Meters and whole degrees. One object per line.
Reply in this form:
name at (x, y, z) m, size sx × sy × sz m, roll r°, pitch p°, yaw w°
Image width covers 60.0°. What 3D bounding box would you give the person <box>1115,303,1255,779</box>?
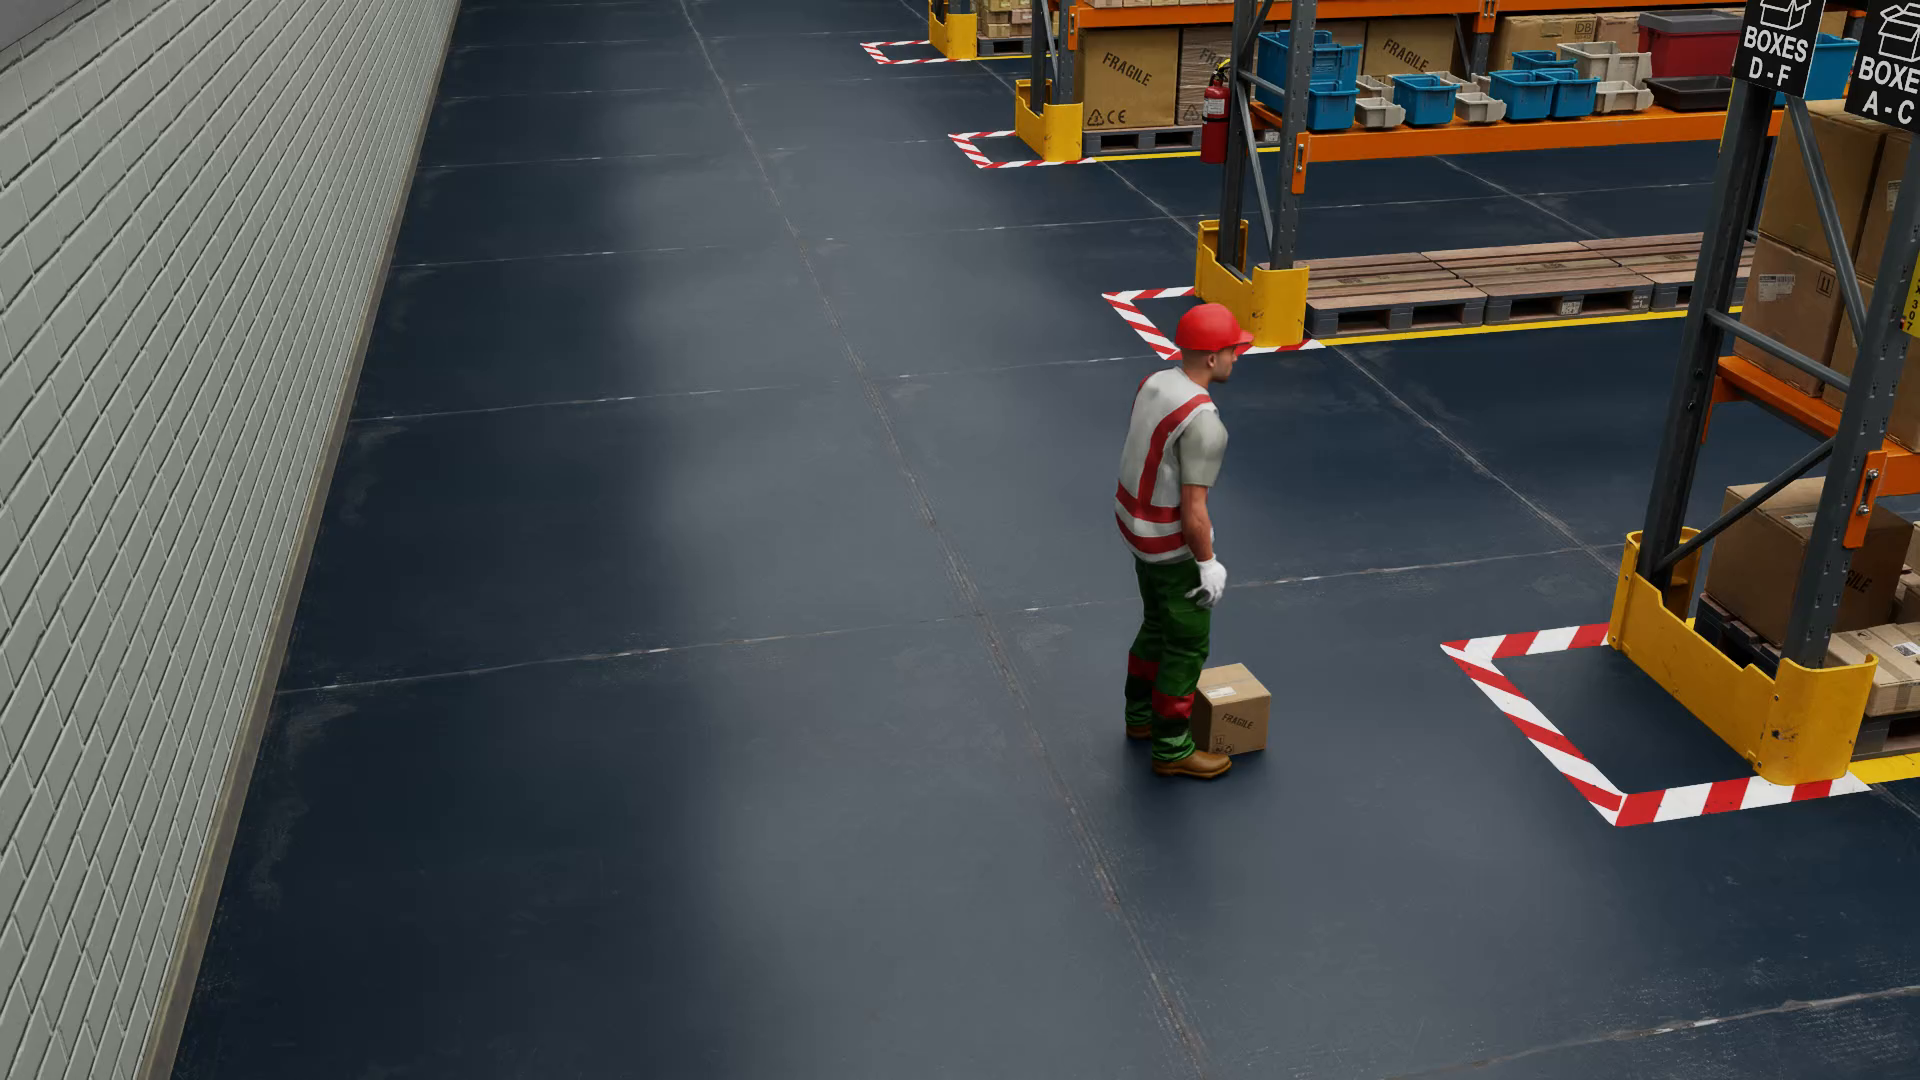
person at (0.810, 0.002, 6.094) m, size 0.453 × 1.779 × 0.608 m, roll -6°, pitch 27°, yaw -12°
